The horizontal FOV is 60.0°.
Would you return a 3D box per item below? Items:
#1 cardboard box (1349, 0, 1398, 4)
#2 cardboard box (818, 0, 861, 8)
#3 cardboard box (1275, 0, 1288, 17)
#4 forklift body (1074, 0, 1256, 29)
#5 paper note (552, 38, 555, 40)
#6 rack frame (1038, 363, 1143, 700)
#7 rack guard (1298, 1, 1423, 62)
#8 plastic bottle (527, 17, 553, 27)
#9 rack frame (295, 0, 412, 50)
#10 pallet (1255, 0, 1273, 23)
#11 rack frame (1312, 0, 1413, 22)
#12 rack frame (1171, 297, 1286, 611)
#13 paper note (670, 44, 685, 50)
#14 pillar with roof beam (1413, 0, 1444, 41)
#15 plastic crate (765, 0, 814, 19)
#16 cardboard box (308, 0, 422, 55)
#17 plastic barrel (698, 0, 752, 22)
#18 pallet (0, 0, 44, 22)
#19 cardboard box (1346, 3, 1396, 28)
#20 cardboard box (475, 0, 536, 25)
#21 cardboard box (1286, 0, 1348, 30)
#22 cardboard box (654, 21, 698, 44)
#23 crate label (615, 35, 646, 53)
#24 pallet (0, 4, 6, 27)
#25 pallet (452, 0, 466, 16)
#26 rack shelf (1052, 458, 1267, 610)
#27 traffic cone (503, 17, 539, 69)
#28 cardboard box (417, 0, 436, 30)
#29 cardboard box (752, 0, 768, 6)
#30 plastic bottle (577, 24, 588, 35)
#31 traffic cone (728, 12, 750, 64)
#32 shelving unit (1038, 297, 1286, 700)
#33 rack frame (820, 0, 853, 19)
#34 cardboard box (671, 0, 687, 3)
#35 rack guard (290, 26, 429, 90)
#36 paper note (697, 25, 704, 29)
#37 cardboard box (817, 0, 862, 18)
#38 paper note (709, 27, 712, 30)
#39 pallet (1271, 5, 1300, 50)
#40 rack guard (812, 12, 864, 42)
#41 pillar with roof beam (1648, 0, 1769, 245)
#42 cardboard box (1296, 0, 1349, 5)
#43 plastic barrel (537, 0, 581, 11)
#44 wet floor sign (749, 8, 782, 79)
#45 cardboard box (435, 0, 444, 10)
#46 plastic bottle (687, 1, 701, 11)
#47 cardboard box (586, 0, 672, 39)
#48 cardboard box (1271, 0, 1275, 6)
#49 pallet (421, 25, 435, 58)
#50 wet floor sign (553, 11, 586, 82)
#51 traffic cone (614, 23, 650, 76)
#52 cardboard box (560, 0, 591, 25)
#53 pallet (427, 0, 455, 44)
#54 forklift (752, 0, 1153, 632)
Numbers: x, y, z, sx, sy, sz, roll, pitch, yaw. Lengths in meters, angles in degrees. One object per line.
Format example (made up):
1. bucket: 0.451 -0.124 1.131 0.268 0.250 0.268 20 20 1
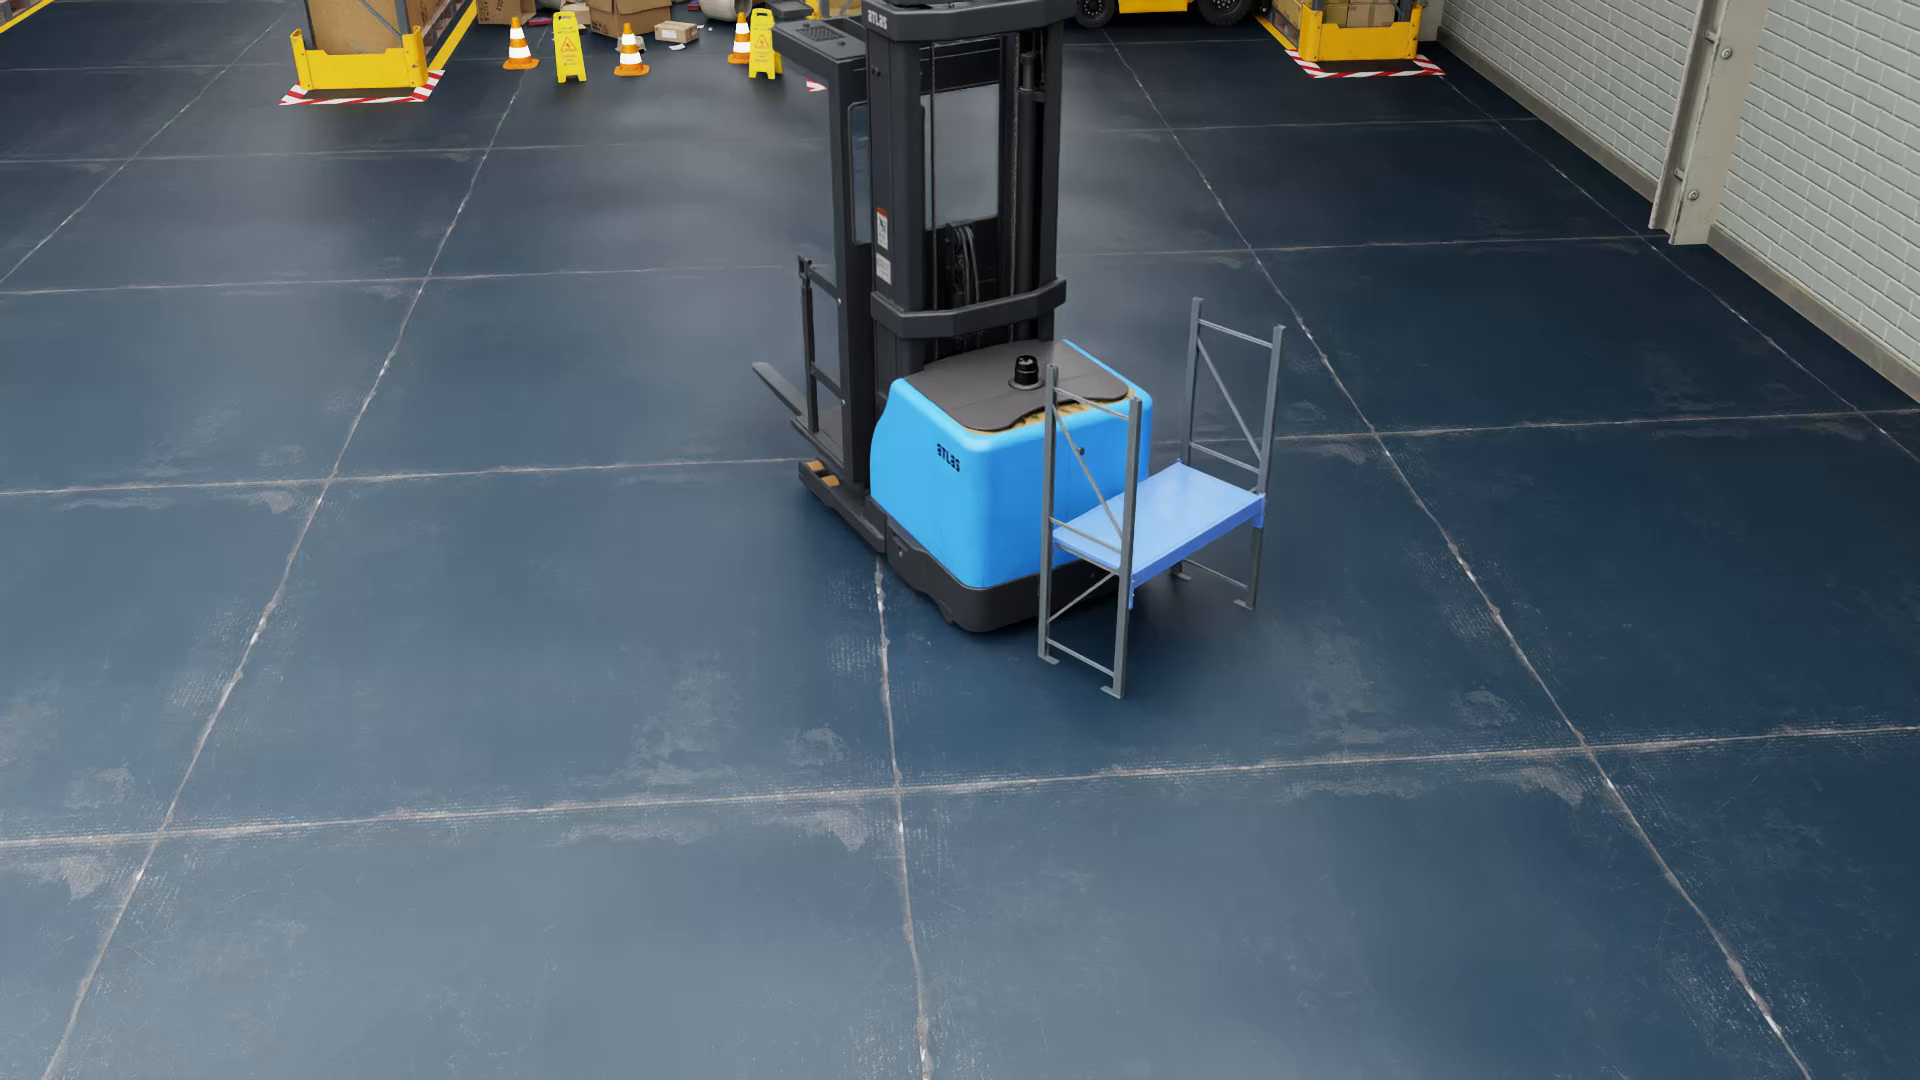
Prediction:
1. cardboard box: 4.233 -5.736 17.213 0.500 0.250 0.500 -2 31 -4
2. cardboard box: -1.206 -5.750 16.993 0.500 0.500 0.500 -3 31 -4
3. cardboard box: 3.674 -5.751 17.724 0.500 0.250 0.500 -3 31 -5
4. forklift body: 2.076 -6.788 18.017 2.313 2.155 1.214 -3 31 -5
5. paper note: -4.243 -5.329 17.643 0.144 0.017 0.142 8 32 13
6. rack frame: 0.556 -0.014 7.312 0.500 1.500 0.032 26 40 37
7. rack guard: 4.072 -5.186 16.945 1.175 0.500 0.348 -3 31 -5
8. plastic bottle: -4.579 -5.673 18.188 0.283 0.061 0.133 -14 33 -22
9. rack frame: -5.791 -5.743 15.440 1.000 3.000 0.127 -3 31 -5
10. pallet: 3.846 -6.085 18.731 1.003 0.211 1.213 -3 31 -5
11. rack frame: 4.070 -6.272 16.325 1.000 3.000 0.127 -3 31 -5
12. rack frame: 1.265 -0.388 7.938 0.500 1.500 0.032 26 40 37
13. paper note: -2.942 -5.145 17.333 0.148 0.019 0.142 -14 33 -22
14. pillar with roof beam: 0.616 -9.040 15.109 9.100 9.000 0.400 -3 31 -5
15. plastic crate: -1.915 -5.980 18.684 0.402 0.080 0.583 -14 33 -22
16. cardboard box: -5.920 -5.354 16.452 0.875 0.875 0.875 -3 31 -4
17. plastic barrel: -2.572 -5.908 18.228 0.512 0.421 0.421 20 36 29
18. pallet: -11.014 -6.061 18.691 1.003 0.211 1.213 -3 31 -5
19. cardboard box: 4.219 -5.532 17.358 0.500 0.250 0.500 -3 31 -4
20. cardboard box: -4.998 -5.970 18.255 0.500 0.500 0.500 2 31 4
21. cardboard box: 3.711 -5.496 17.299 0.500 0.250 0.500 -3 31 -4
22. cardboard box: -3.005 -5.380 17.612 0.380 0.149 0.250 13 33 21
23. crate label: -3.405 -5.132 17.209 0.250 0.136 0.298 -20 36 -30
24. pallet: -10.897 -5.437 17.646 1.003 0.211 1.213 -3 31 -5
25. pallet: -6.171 -6.196 18.918 1.003 0.211 1.213 -3 31 -5
26. rack shelf: 0.910 -0.047 7.717 0.538 0.185 1.000 26 40 37
27. traffic cone: -4.426 -4.993 16.658 0.336 0.463 0.334 -3 31 -5
28. cardboard box: -6.004 -5.804 17.204 0.875 0.875 0.875 -3 31 -5
29. cardboard box: -2.500 -6.390 18.958 0.500 0.500 0.500 20 36 29
30. plastic bottle: -4.109 -5.507 17.911 0.133 0.061 0.283 -14 33 -22
31. traffic cone: -2.196 -5.101 16.838 0.336 0.463 0.334 -3 31 -5
32. shelving unit: 0.910 -0.201 7.625 0.538 1.500 1.048 26 40 37
33. rack frame: -0.872 -6.032 15.924 1.000 3.000 0.127 -3 31 -5
34. cardboard box: -3.306 -6.382 19.175 0.396 0.266 0.258 27 40 37
35. rack guard: -5.788 -4.658 16.061 1.175 0.500 0.348 -3 31 -5
36. paper note: -2.872 -5.581 18.074 0.148 0.019 0.142 8 32 13
37. cardboard box: -1.217 -5.444 17.211 0.500 0.250 0.500 -3 31 -5
38. paper note: -2.703 -5.536 18.008 0.032 0.001 0.123 -3 31 -5
39. pallet: 3.957 -5.463 17.690 1.003 0.211 1.213 -3 31 -5
40. rack guard: -0.879 -4.998 16.629 1.175 0.500 0.348 -3 31 -5
41. pillar with roof beam: 1.177 -5.976 9.980 9.100 9.000 0.400 -3 31 -5
42. cardboard box: 3.713 -5.720 17.185 0.500 0.250 0.500 -3 31 -5
43. plastic barrel: -4.531 -6.174 18.673 0.512 0.421 0.421 20 36 29
44. wet floor sign: -1.919 -4.873 16.279 0.267 0.644 0.232 8 32 13
45. cardboard box: -6.087 -6.269 17.983 0.875 0.875 0.875 -3 31 -4
46. plastic bottle: -2.992 -6.064 18.843 0.133 0.061 0.283 2 31 4
47. cardboard box: -3.556 -5.736 17.862 0.637 0.503 0.797 27 40 37
48. cardboard box: 3.637 -6.007 18.153 0.500 0.250 0.500 -2 31 -4
49. pallet: -5.943 -4.951 16.832 1.003 0.211 1.213 -3 31 -5
50. wet floor sign: -3.817 -4.813 16.178 0.267 0.644 0.232 -8 32 -13
51. traffic cone: -3.270 -4.874 16.458 0.336 0.463 0.334 -3 31 -5
52. cardboard box: -4.170 -5.822 18.239 0.396 0.266 0.258 2 31 4
53. pallet: -6.054 -5.572 17.873 1.003 0.211 1.213 -3 31 -5
54. forklift: -0.234 -1.548 8.483 1.130 2.935 3.031 -16 34 -25
